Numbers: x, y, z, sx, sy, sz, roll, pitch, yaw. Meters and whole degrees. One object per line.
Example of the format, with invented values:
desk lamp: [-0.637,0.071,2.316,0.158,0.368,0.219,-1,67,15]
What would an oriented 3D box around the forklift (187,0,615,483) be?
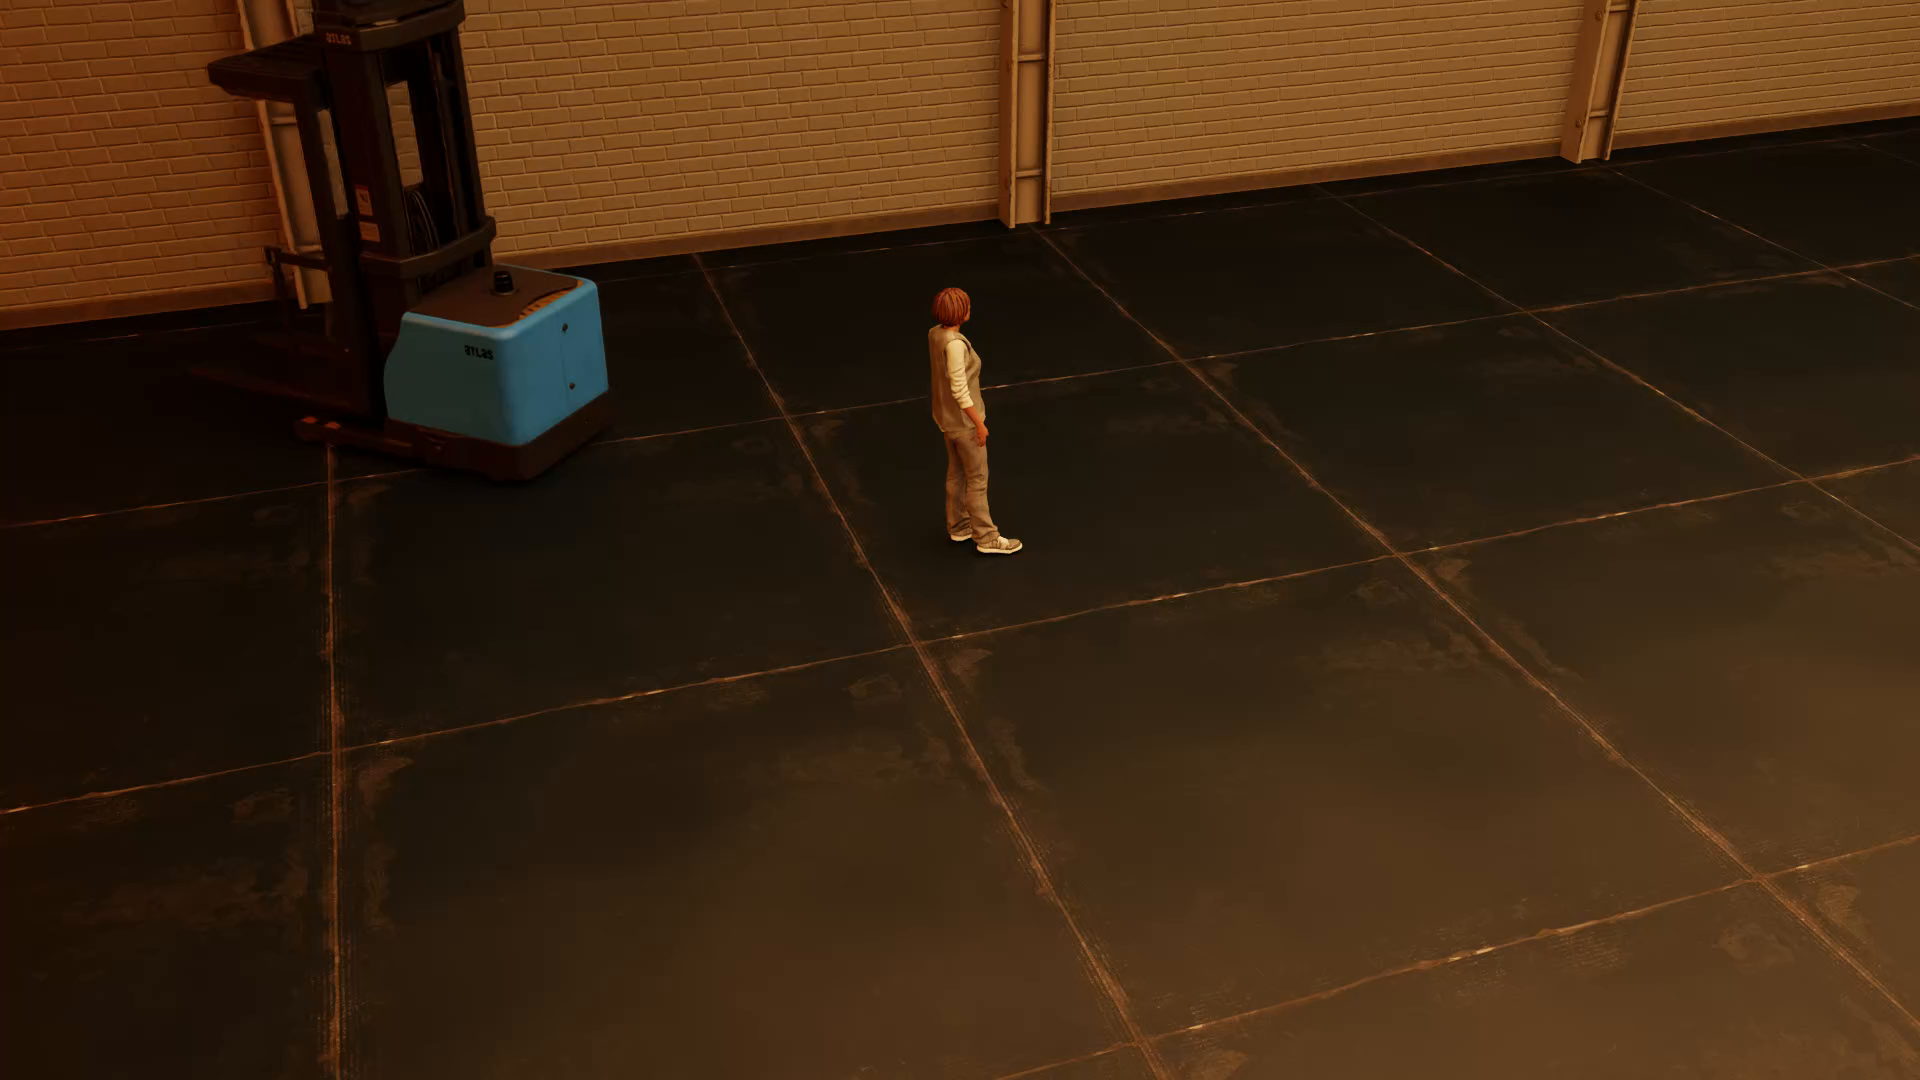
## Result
forklift: [-3.907,-2.116,10.765,3.031,2.935,1.130,13,32,21]

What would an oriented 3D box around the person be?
person: [0.075,-0.704,9.633,0.473,1.599,0.520,-10,31,-16]
